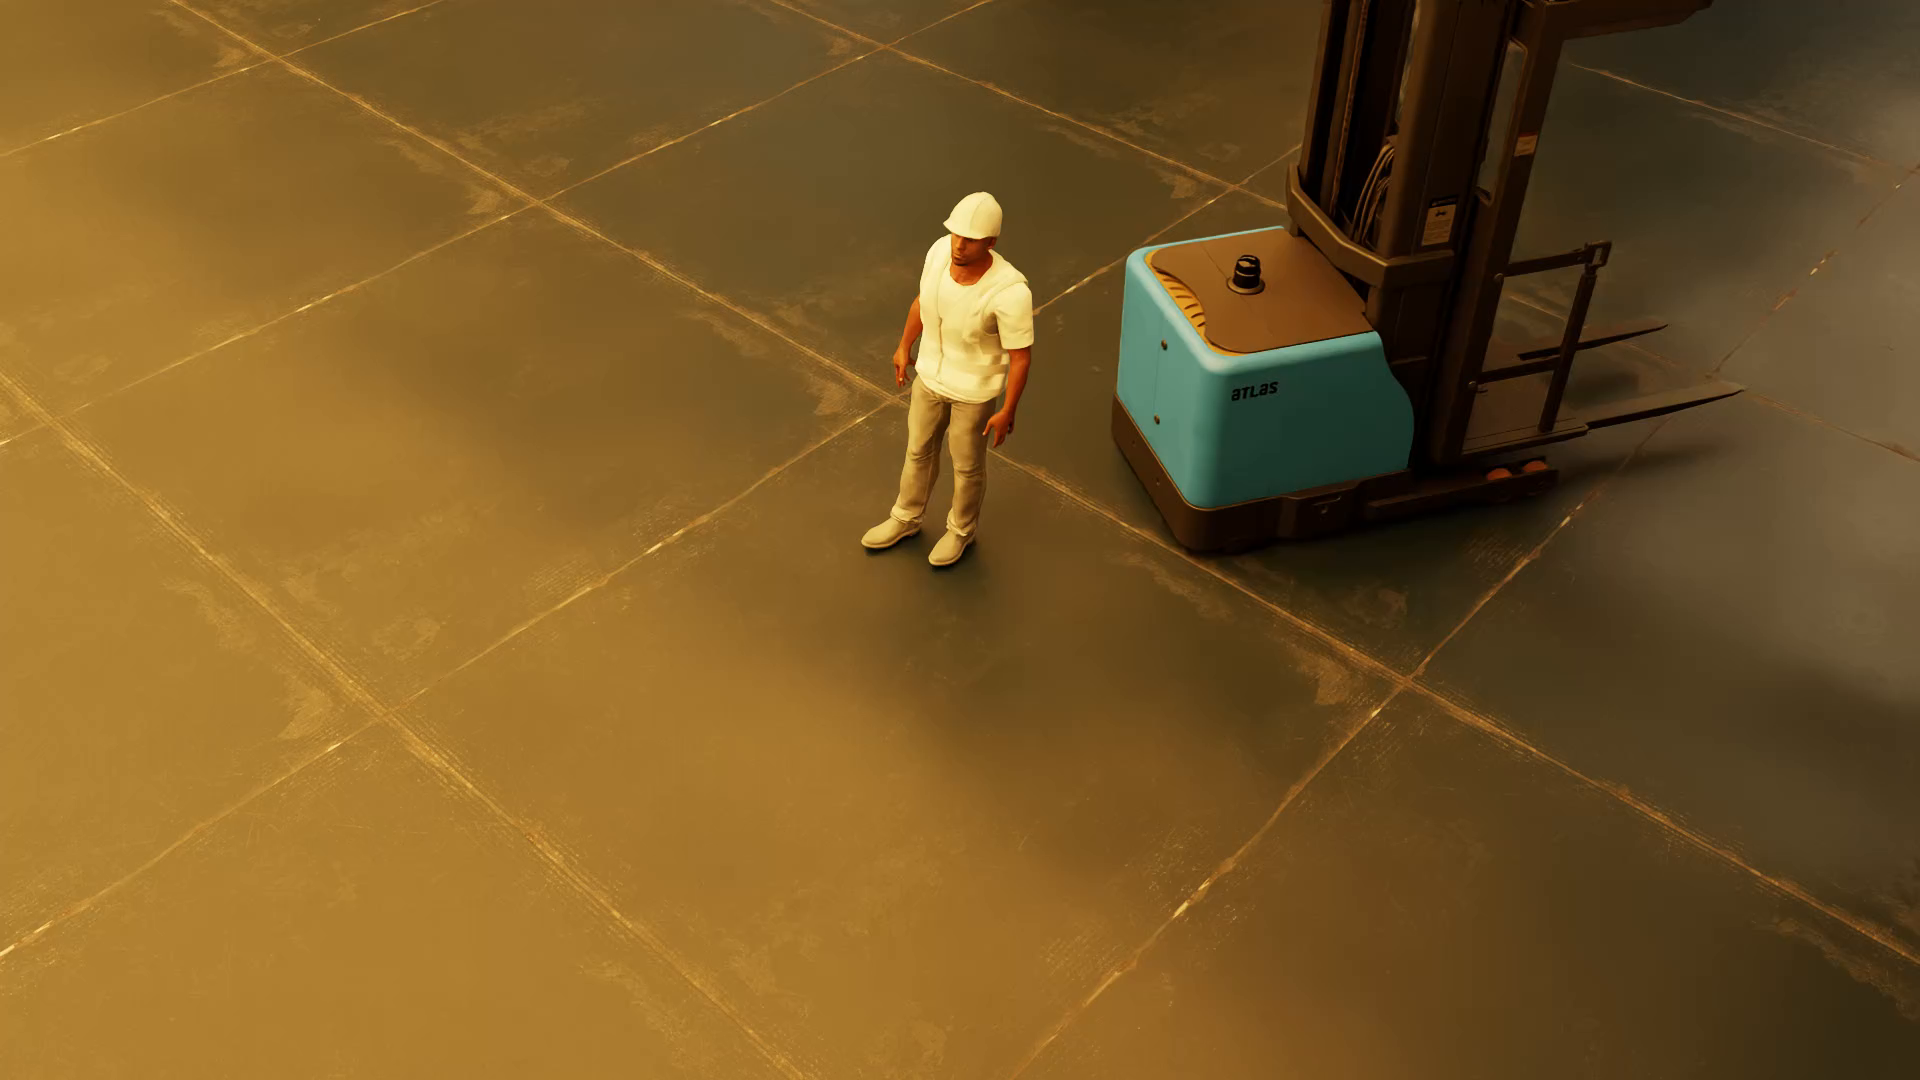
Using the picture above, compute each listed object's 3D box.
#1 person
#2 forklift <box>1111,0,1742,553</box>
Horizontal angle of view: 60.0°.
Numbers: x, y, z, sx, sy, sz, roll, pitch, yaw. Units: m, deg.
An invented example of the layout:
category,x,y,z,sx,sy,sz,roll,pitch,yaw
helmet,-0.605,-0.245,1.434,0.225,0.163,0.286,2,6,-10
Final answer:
category,x,y,z,sx,sy,sz,roll,pitch,yaw
person,-0.051,-0.645,7.064,0.666,1.765,0.577,31,49,31
forklift,2.319,-1.605,7.299,3.031,2.935,1.130,-11,42,-13
